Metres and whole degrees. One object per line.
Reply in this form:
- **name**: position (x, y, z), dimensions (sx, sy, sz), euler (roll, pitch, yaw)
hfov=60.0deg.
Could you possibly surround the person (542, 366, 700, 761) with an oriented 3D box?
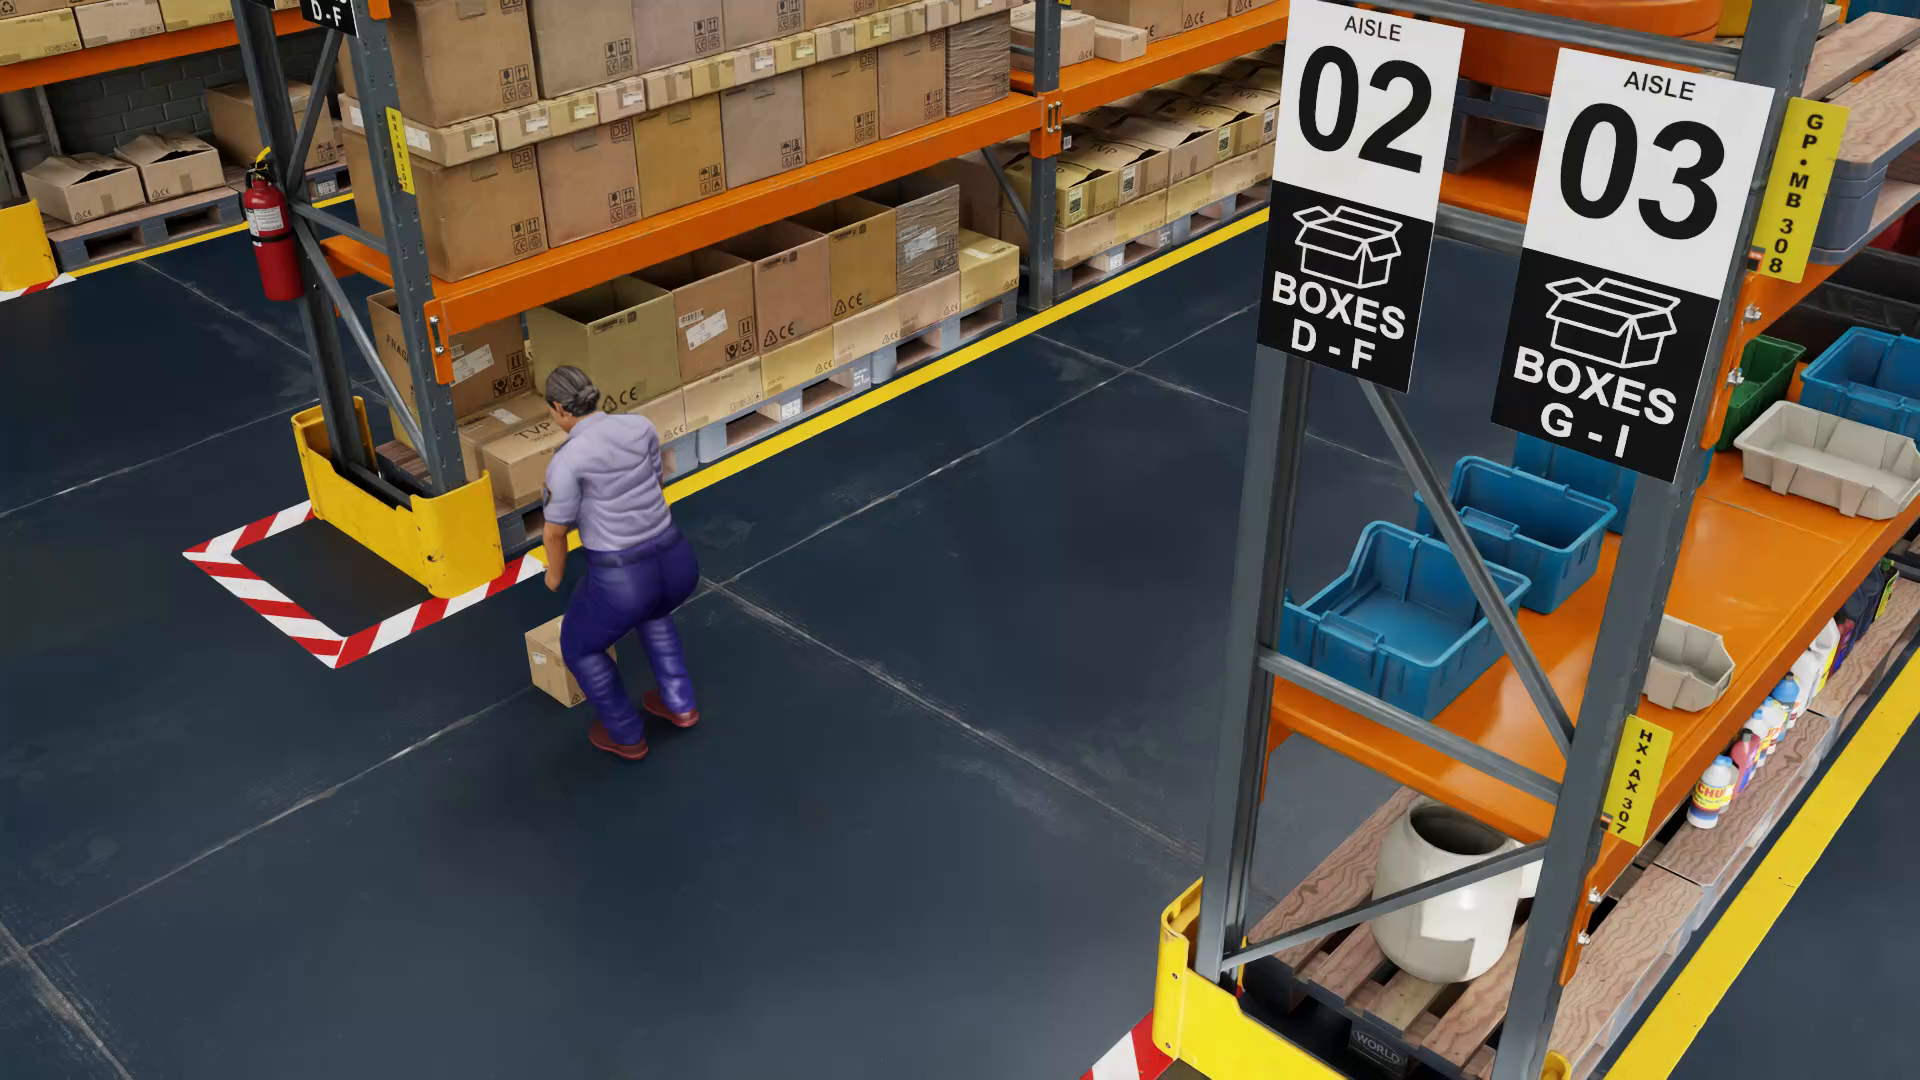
- **person**: position (-1.251, 0.114, 6.101), dimensions (0.507, 1.517, 0.519), euler (26, 40, 36)
